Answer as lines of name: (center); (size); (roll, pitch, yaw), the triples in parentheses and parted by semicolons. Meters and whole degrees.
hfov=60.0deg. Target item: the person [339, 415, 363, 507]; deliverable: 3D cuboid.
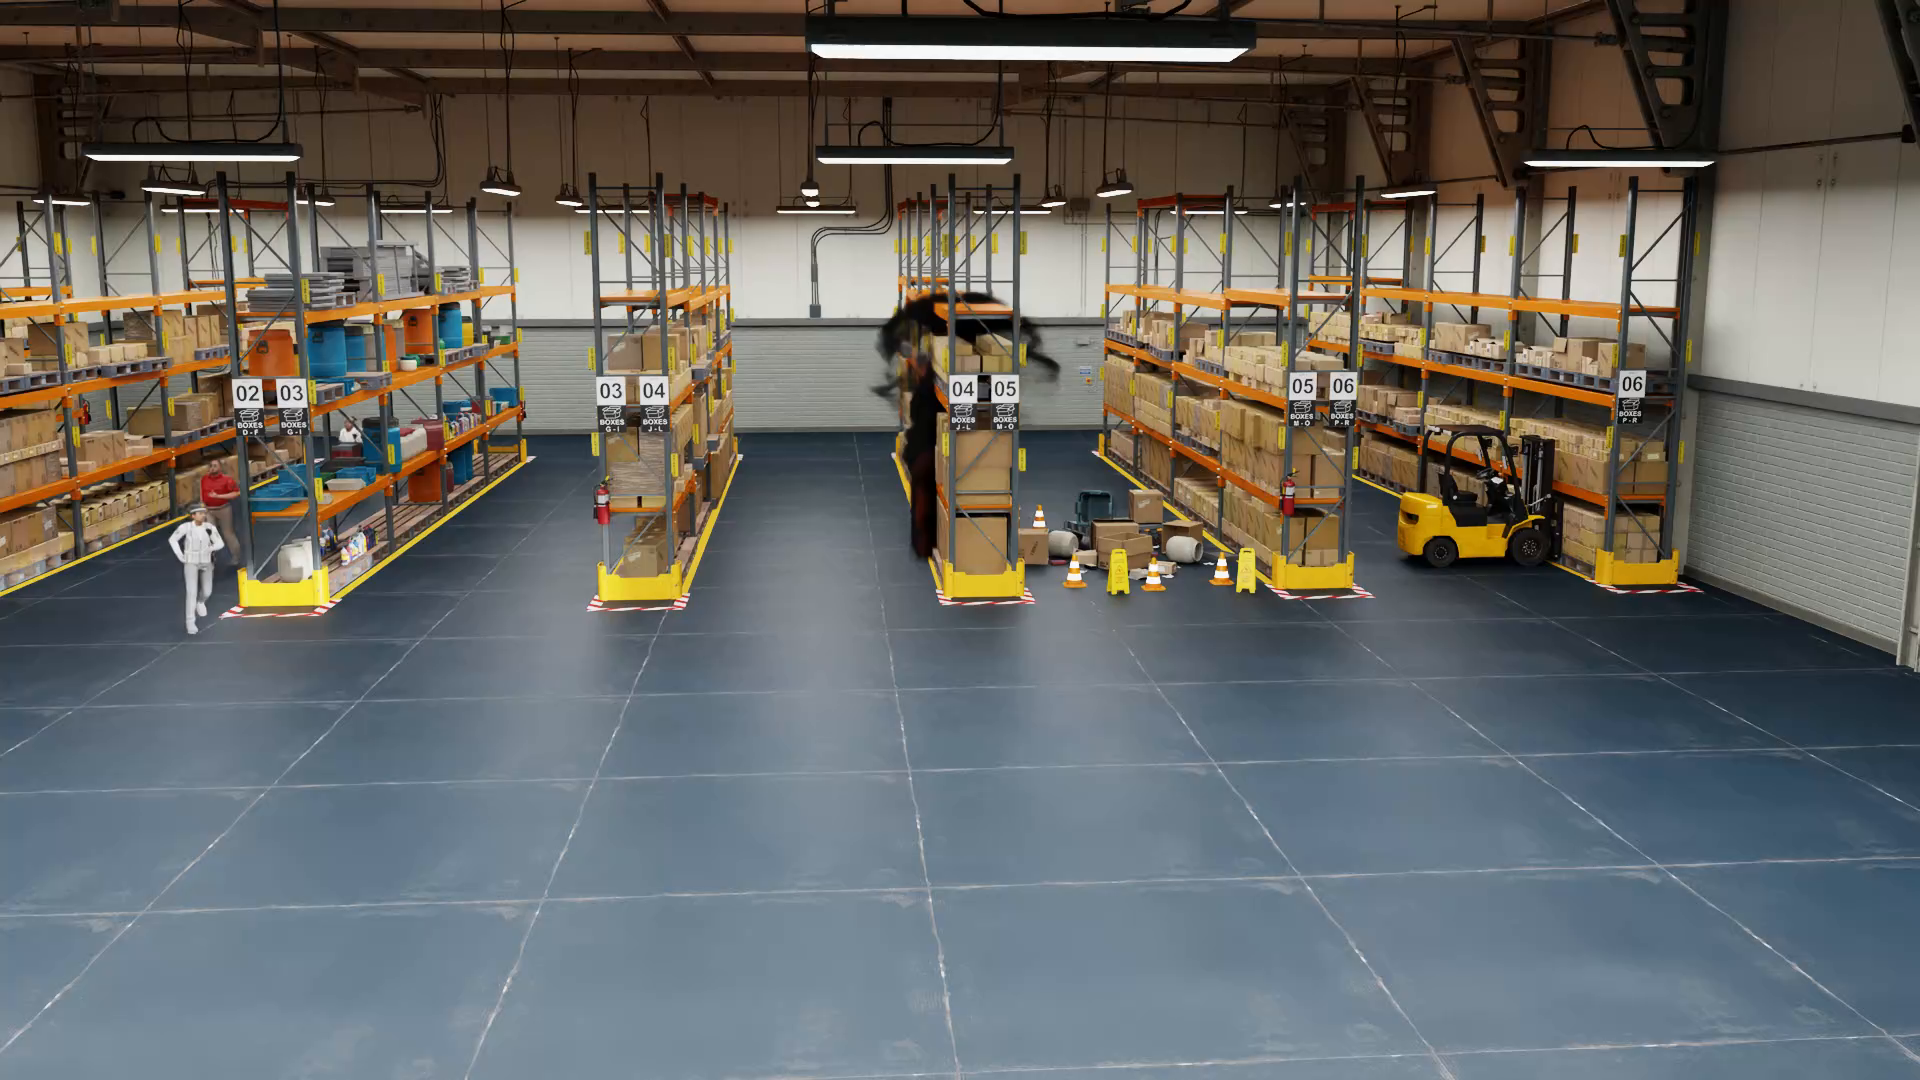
person: (-11.870, -1.572, 32.582); (0.654, 1.789, 0.829); (0, 10, 0)

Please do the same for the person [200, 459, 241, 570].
person: (-11.519, -0.390, 25.824); (0.653, 1.748, 0.902); (-1, 10, -3)

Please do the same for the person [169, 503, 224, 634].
person: (-10.106, 0.331, 22.129); (0.635, 1.674, 0.848); (-8, 13, -39)
